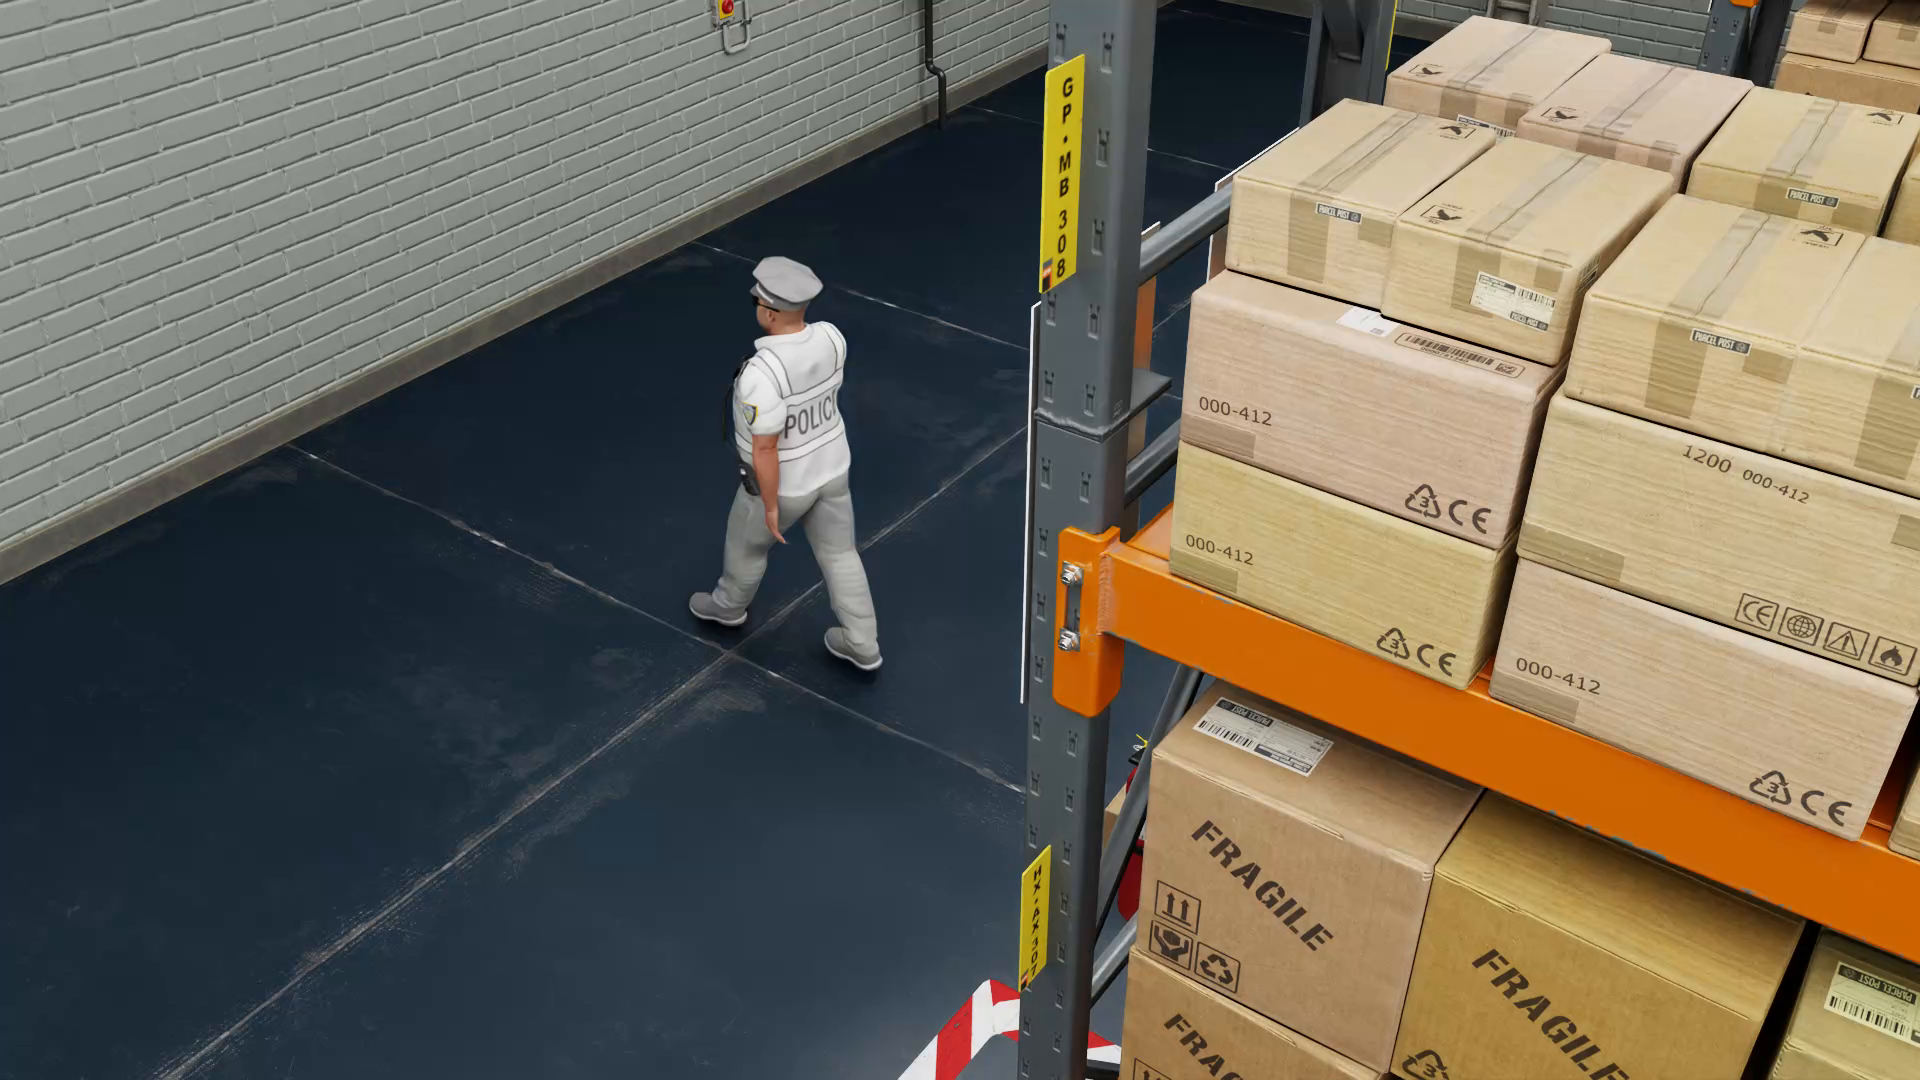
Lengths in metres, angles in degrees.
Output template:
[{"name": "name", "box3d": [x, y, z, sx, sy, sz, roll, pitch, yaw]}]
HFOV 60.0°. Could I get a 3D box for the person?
[{"name": "person", "box3d": [-0.717, -0.320, 6.571, 0.965, 1.734, 0.550, 28, 43, 34]}]
